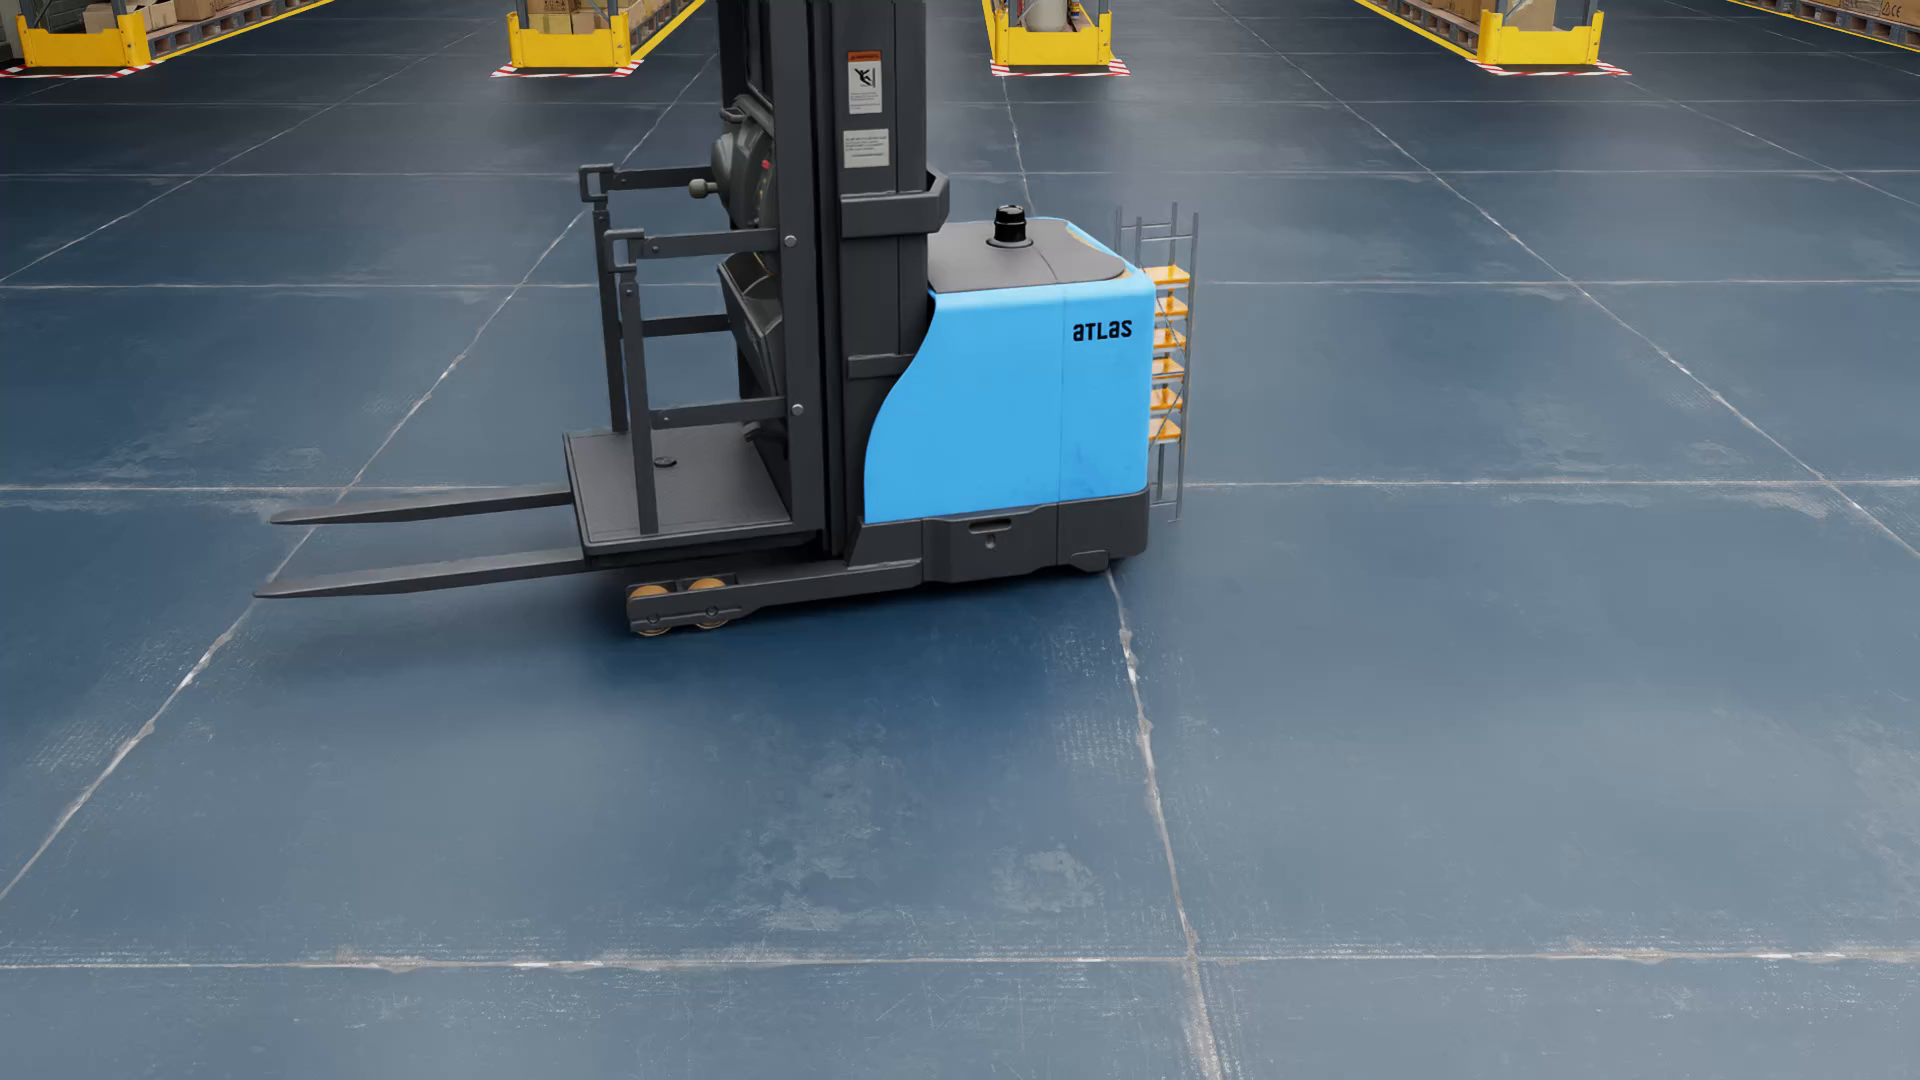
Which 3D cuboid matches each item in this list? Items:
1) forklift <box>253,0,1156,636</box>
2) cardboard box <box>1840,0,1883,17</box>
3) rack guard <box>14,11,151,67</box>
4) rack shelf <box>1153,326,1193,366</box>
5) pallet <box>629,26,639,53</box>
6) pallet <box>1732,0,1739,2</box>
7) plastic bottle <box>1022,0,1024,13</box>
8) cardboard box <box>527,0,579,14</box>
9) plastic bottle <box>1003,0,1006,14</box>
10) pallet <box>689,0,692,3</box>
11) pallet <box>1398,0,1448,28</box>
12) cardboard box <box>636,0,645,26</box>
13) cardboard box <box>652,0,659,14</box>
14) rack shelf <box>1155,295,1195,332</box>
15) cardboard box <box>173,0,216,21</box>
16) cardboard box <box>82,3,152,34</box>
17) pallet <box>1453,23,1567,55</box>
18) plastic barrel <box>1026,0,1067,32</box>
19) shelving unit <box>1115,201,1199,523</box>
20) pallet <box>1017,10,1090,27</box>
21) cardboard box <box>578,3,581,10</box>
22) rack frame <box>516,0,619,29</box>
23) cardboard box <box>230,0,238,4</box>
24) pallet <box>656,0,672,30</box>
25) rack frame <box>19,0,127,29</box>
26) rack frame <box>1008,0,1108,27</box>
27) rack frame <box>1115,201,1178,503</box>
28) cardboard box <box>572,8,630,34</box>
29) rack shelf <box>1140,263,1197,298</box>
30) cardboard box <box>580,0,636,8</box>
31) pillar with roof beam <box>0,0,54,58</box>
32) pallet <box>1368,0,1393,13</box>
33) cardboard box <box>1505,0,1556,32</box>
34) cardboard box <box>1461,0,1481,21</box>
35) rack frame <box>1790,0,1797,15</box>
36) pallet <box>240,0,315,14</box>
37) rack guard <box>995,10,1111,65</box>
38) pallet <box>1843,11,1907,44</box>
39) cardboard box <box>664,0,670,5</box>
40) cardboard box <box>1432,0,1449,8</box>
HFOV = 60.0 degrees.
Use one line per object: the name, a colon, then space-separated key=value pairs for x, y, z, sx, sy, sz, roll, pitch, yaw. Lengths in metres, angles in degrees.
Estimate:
forklift: x=-0.896 y=-1.257 z=5.474 sx=3.031 sy=2.935 sz=1.130 roll=-7 pitch=25 yaw=-15
cardboard box: x=10.814 y=-6.494 z=19.038 sx=0.875 sy=0.875 sz=0.875 roll=0 pitch=24 yaw=0
rack guard: x=-8.914 y=-5.098 z=16.916 sx=1.175 sy=0.500 sz=0.348 roll=0 pitch=24 yaw=-1
rack shelf: x=0.709 y=-0.711 z=6.183 sx=0.258 sy=0.103 sz=0.180 roll=-7 pitch=25 yaw=-16
pallet: x=-4.010 y=-5.274 z=17.656 sx=1.003 sy=0.211 sz=1.213 roll=0 pitch=24 yaw=-1
pallet: x=10.763 y=-7.453 z=22.472 sx=1.003 sy=0.211 sz=1.213 roll=0 pitch=24 yaw=-1
plastic bottle: x=0.683 y=-6.100 z=18.960 sx=0.097 sy=0.201 sz=0.097 roll=0 pitch=24 yaw=0
cardboard box: x=-4.263 y=-5.730 z=17.196 sx=0.500 sy=0.500 sz=0.500 roll=0 pitch=24 yaw=-1
plastic bottle: x=0.515 y=-6.016 z=18.675 sx=0.061 sy=0.283 sz=0.133 roll=0 pitch=24 yaw=1
pallet: x=-4.067 y=-7.415 z=22.389 sx=1.003 sy=0.211 sz=1.213 roll=0 pitch=24 yaw=-1
pallet: x=5.945 y=-6.374 z=20.087 sx=1.003 sy=0.211 sz=1.213 roll=0 pitch=24 yaw=-1
cardboard box: x=-3.757 y=-5.802 z=18.267 sx=0.500 sy=0.250 sz=0.500 roll=0 pitch=24 yaw=-1
cardboard box: x=-3.764 y=-6.215 z=19.178 sx=0.500 sy=0.250 sz=0.500 roll=0 pitch=24 yaw=-1
rack shelf: x=0.709 y=-0.820 z=6.134 sx=0.258 sy=0.103 sz=0.180 roll=-7 pitch=25 yaw=-16
cardboard box: x=-8.795 y=-6.091 z=18.576 sx=0.700 sy=0.500 sz=0.500 roll=-2 pitch=24 yaw=-4
cardboard box: x=-8.831 y=-5.467 z=17.427 sx=0.500 sy=0.311 sz=0.500 roll=-3 pitch=25 yaw=-7
pallet: x=5.972 y=-5.369 z=17.864 sx=1.003 sy=0.211 sz=1.213 roll=0 pitch=24 yaw=-1
plastic barrel: x=0.910 y=-5.579 z=17.455 sx=0.421 sy=0.512 sz=0.421 roll=0 pitch=24 yaw=0
shelving unit: x=0.709 y=-0.642 z=6.214 sx=0.258 sy=1.200 sz=0.189 roll=-7 pitch=25 yaw=-16
pallet: x=0.932 y=-5.847 z=18.923 sx=1.003 sy=0.211 sz=1.213 roll=0 pitch=24 yaw=-1
cardboard box: x=-4.279 y=-5.594 z=17.806 sx=0.500 sy=0.250 sz=0.500 roll=0 pitch=24 yaw=-1
rack frame: x=-3.960 y=-6.230 z=16.385 sx=1.000 sy=3.000 sz=0.127 roll=0 pitch=24 yaw=-1
cardboard box: x=-8.921 y=-6.544 z=19.982 sx=0.380 sy=0.166 sz=0.250 roll=-3 pitch=25 yaw=-7
pallet: x=-4.037 y=-6.280 z=19.879 sx=1.003 sy=0.211 sz=1.213 roll=0 pitch=24 yaw=-1
rack frame: x=-8.913 y=-6.206 z=16.332 sx=1.000 sy=3.000 sz=0.127 roll=0 pitch=24 yaw=-1
rack frame: x=0.993 y=-6.251 z=16.430 sx=1.000 sy=3.000 sz=0.127 roll=0 pitch=24 yaw=-1
rack frame: x=0.682 y=-0.678 z=6.294 sx=0.240 sy=1.200 sz=0.006 roll=-7 pitch=25 yaw=-16
cardboard box: x=-3.743 y=-5.390 z=17.355 sx=0.500 sy=0.250 sz=0.500 roll=0 pitch=24 yaw=-1
rack shelf: x=0.709 y=-0.930 z=6.084 sx=0.258 sy=0.103 sz=0.180 roll=-7 pitch=25 yaw=-16
cardboard box: x=-3.751 y=-5.938 z=17.656 sx=0.500 sy=0.500 sz=0.500 roll=0 pitch=24 yaw=-1
pillar with roof beam: x=-5.481 y=-9.243 z=15.768 sx=9.100 sy=9.000 sz=0.400 roll=0 pitch=24 yaw=-1
pallet: x=5.892 y=-6.971 z=21.408 sx=1.003 sy=0.211 sz=1.213 roll=0 pitch=24 yaw=-1
cardboard box: x=5.956 y=-5.583 z=17.477 sx=0.500 sy=0.500 sz=0.500 roll=4 pitch=25 yaw=9
cardboard box: x=5.927 y=-6.087 z=18.592 sx=0.500 sy=0.500 sz=0.500 roll=2 pitch=24 yaw=4
rack frame: x=10.863 y=-7.902 z=20.081 sx=1.000 sy=3.000 sz=0.127 roll=0 pitch=24 yaw=-1
pallet: x=-8.967 y=-6.905 z=21.260 sx=1.003 sy=0.211 sz=1.213 roll=0 pitch=24 yaw=-1
rack guard: x=0.945 y=-5.143 z=17.014 sx=1.175 sy=0.500 sz=0.348 roll=0 pitch=24 yaw=-1
pallet: x=10.809 y=-5.814 z=18.848 sx=1.003 sy=0.211 sz=1.213 roll=0 pitch=24 yaw=-1
cardboard box: x=-3.780 y=-6.627 z=20.089 sx=0.500 sy=0.250 sz=0.500 roll=0 pitch=24 yaw=-1
cardboard box: x=5.881 y=-6.573 z=19.666 sx=0.500 sy=0.500 sz=0.500 roll=8 pitch=25 yaw=16
